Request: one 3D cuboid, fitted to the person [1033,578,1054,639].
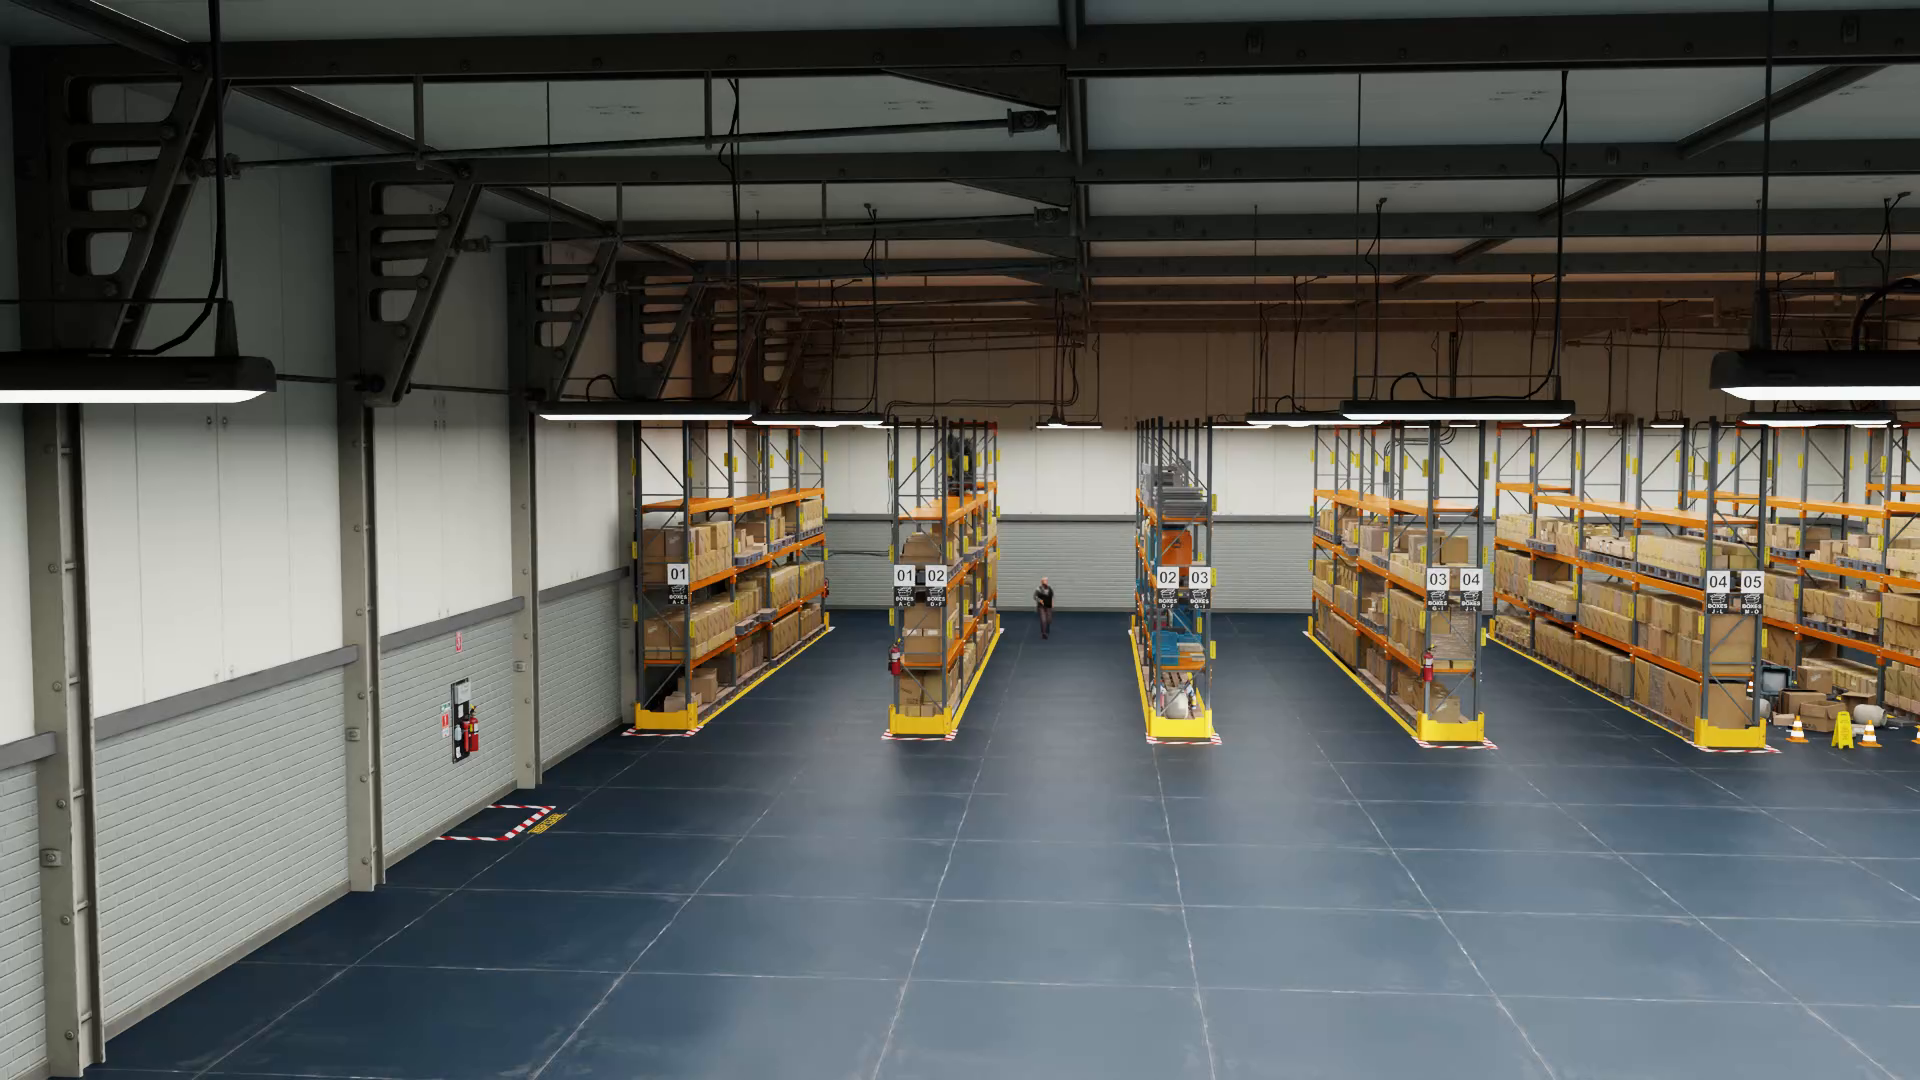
[{"bbox_3d":[2.342,1.884,45.955,0.649,1.690,0.605,-1,4,-14],"label":"person"}]

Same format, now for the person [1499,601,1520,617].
[{"bbox_3d":[15.759,1.772,47.542,0.716,1.760,0.634,-1,4,-15],"label":"person"}]

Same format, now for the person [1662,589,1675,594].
[{"bbox_3d":[20.136,1.785,47.101,0.687,1.728,0.699,0,4,1],"label":"person"}]
